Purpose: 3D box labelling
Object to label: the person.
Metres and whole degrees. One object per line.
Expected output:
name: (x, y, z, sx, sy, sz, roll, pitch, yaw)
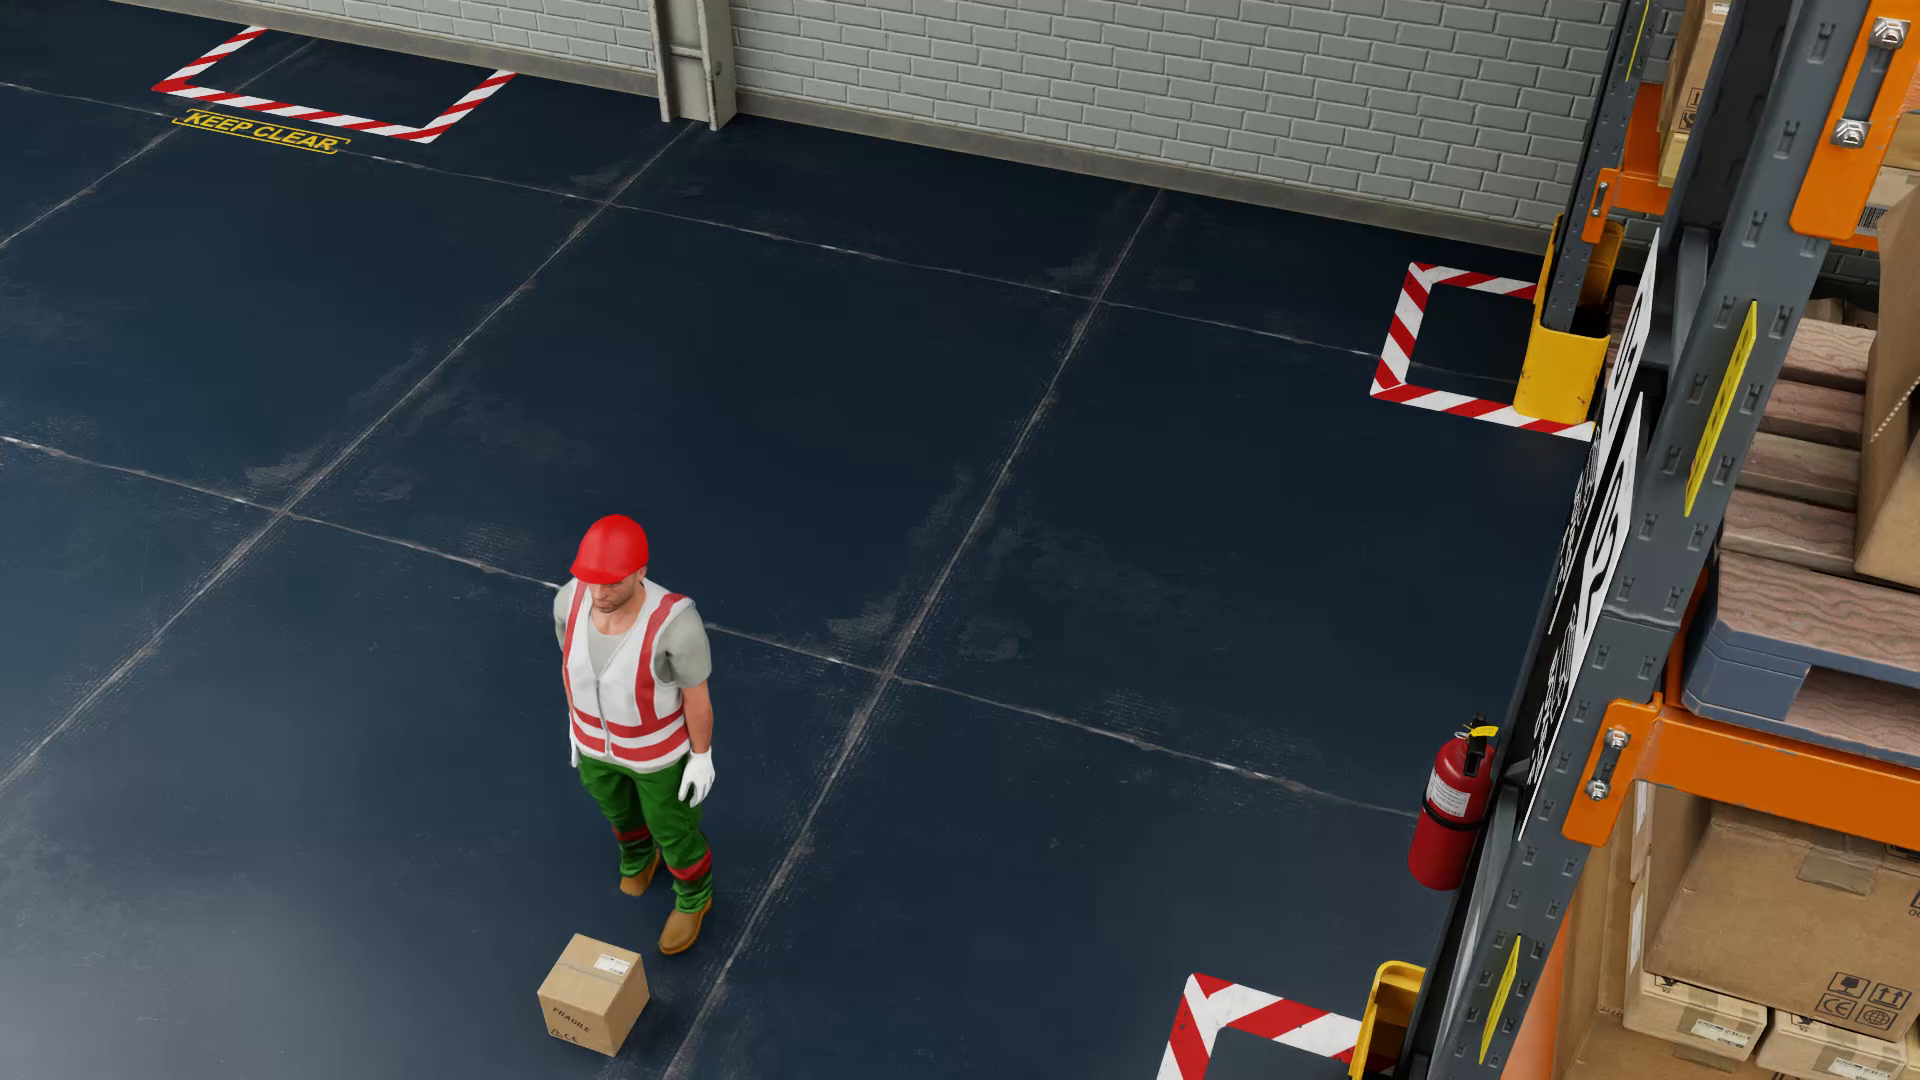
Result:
person: (-1.039, 0.672, 5.411, 0.535, 1.845, 0.403, 14, 43, 16)
